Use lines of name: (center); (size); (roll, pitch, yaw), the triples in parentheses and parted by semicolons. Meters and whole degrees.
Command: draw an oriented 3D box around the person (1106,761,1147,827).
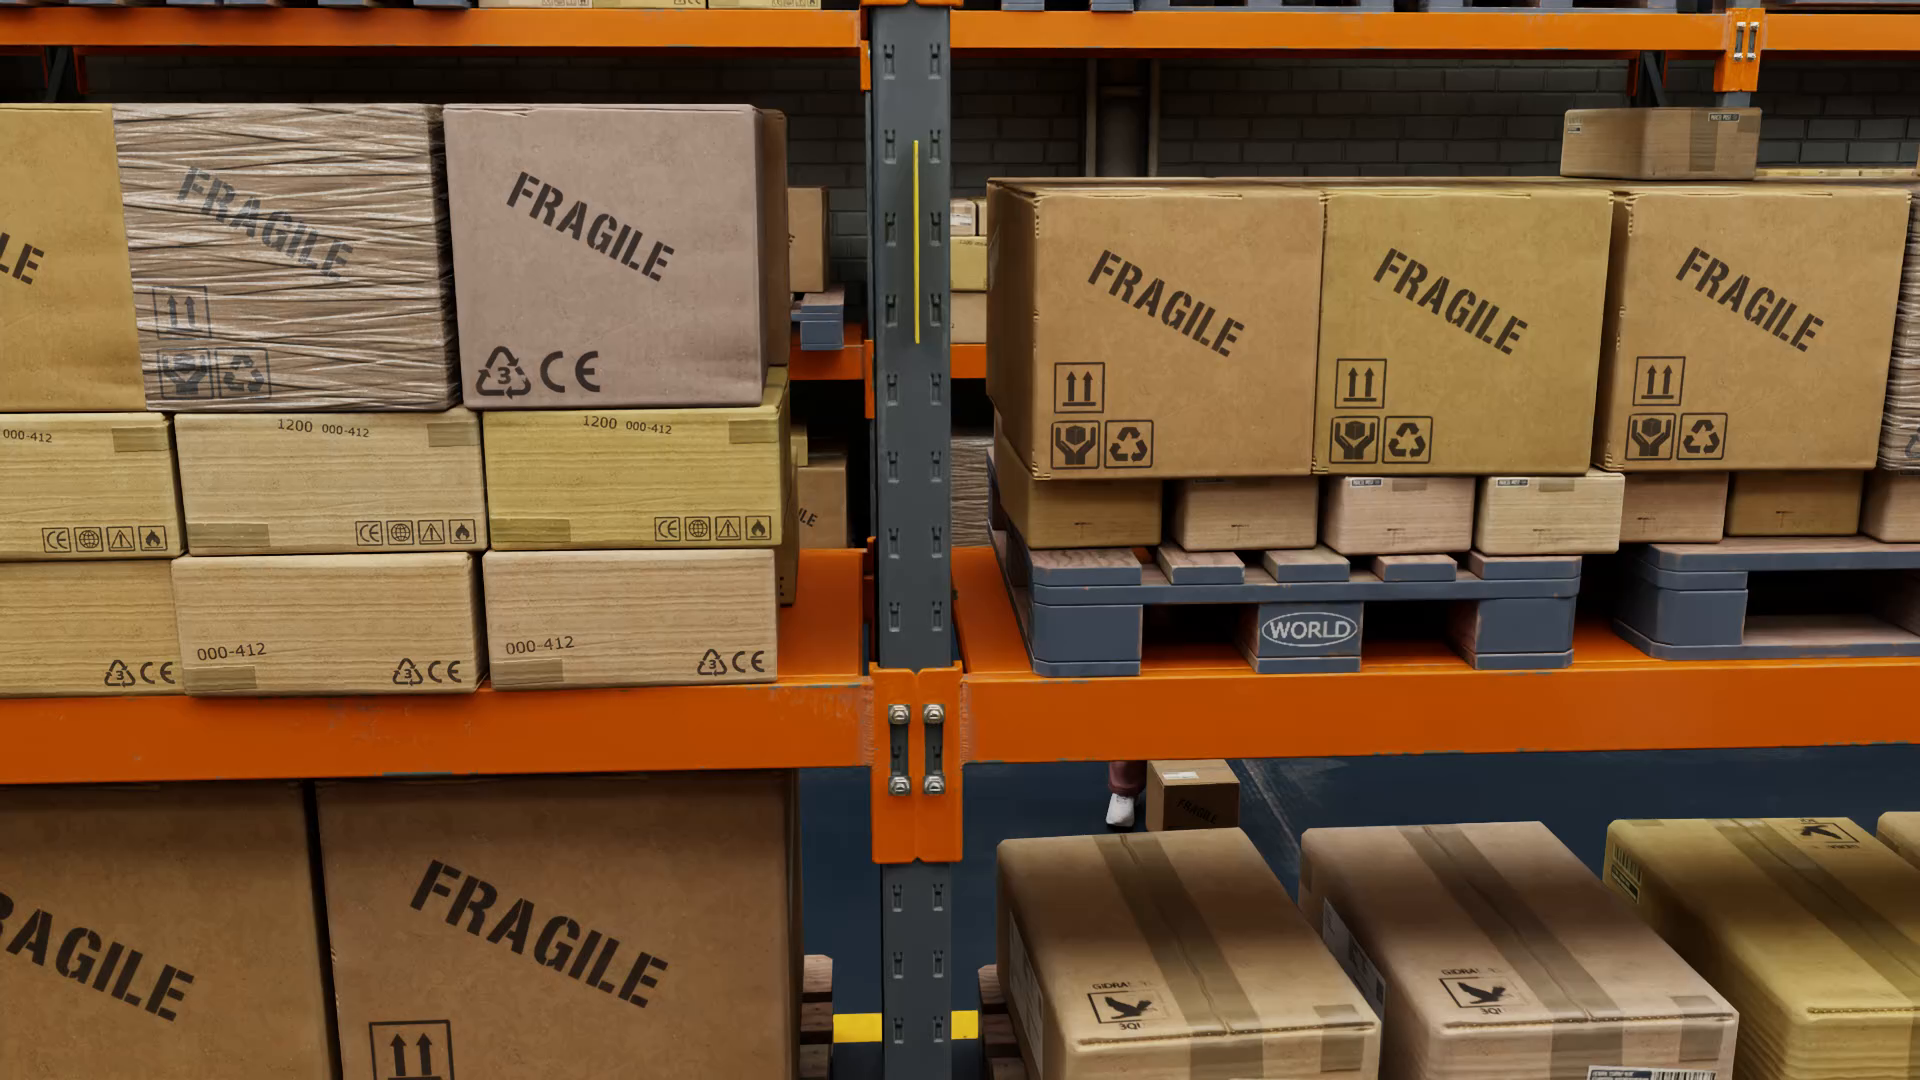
person: (0.731, 0.117, 5.512); (0.500, 1.673, 0.354); (-1, 14, -4)
